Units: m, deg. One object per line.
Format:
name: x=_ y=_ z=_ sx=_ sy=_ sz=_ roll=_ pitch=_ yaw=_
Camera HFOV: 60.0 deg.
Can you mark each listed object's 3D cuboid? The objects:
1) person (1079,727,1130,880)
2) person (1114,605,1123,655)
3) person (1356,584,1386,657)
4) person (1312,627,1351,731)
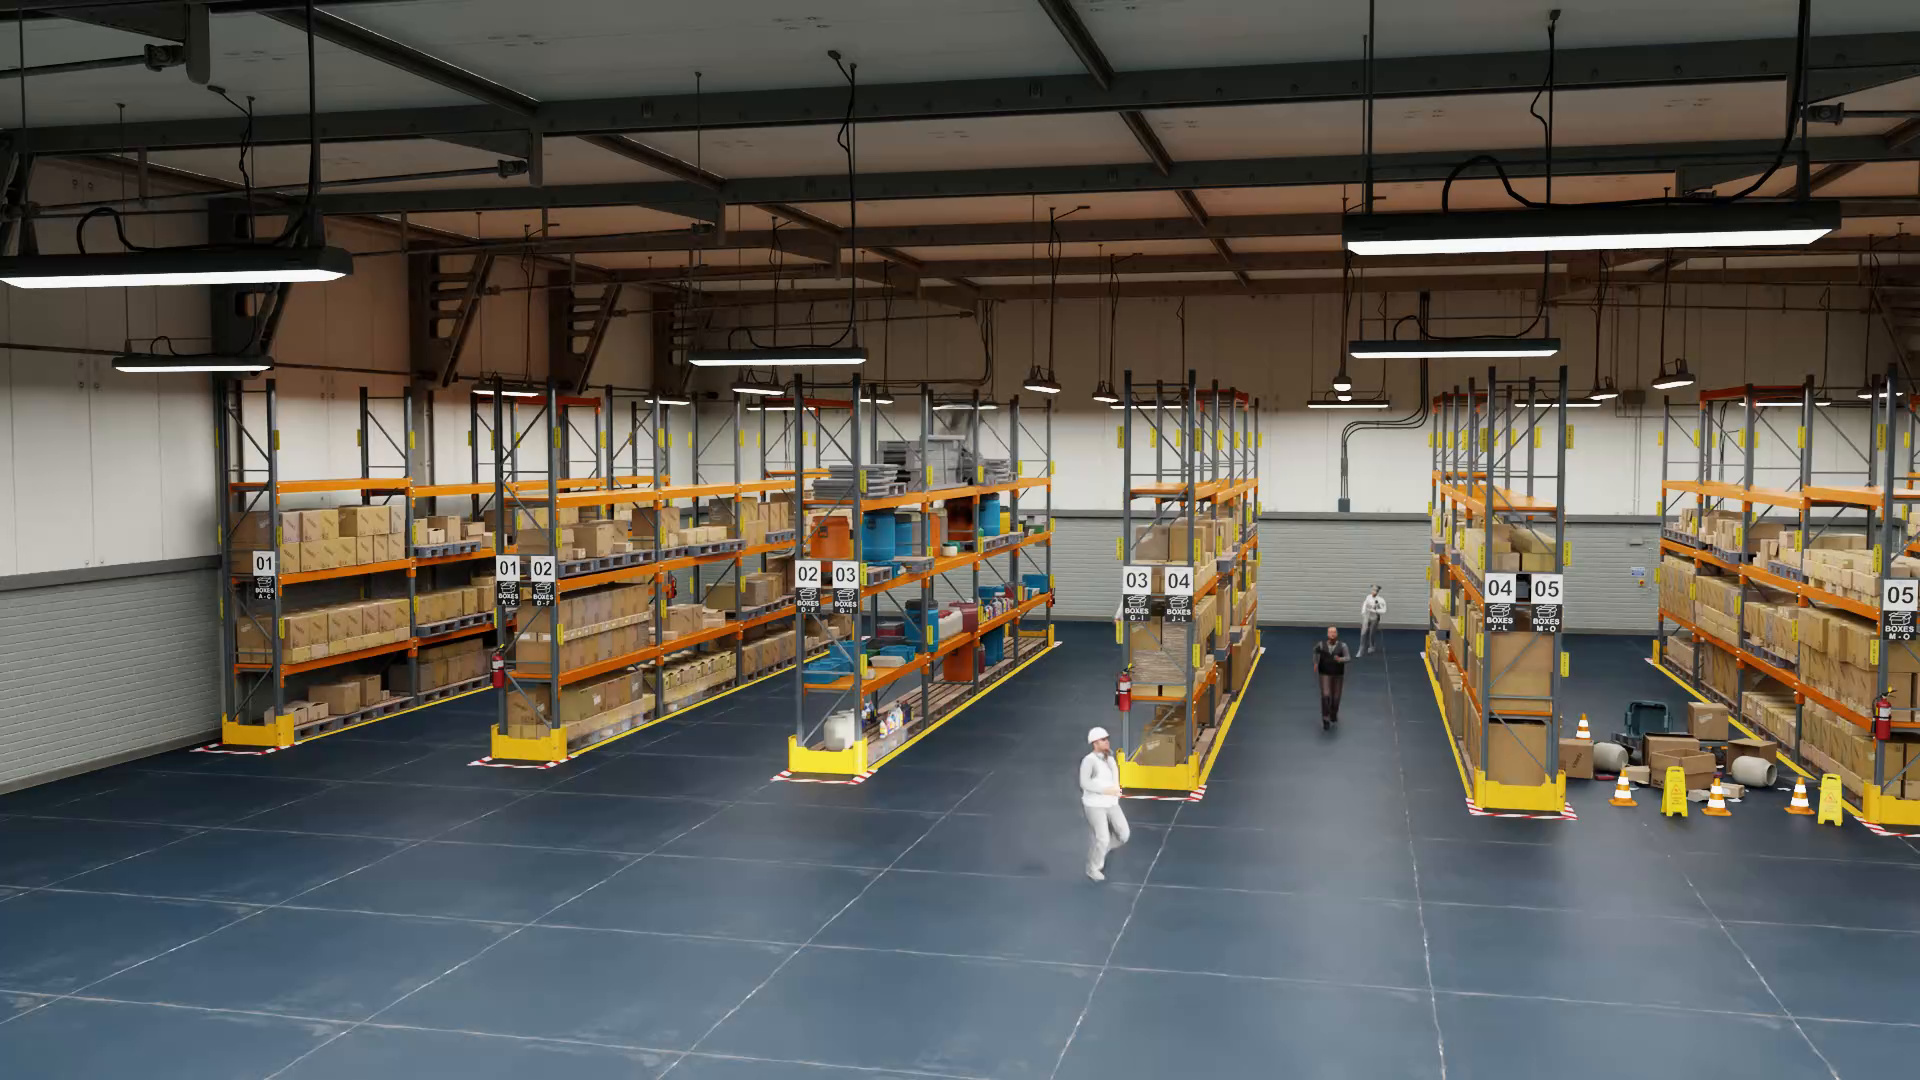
person: x=1.645 y=2.996 z=18.879 sx=0.555 sy=1.740 sz=0.694 roll=3 pitch=5 yaw=42
person: x=3.382 y=1.877 z=32.945 sx=0.659 sy=1.776 sz=0.580 roll=0 pitch=3 yaw=6
person: x=9.601 y=1.876 z=38.539 sx=0.621 sy=1.723 sz=0.818 roll=2 pitch=4 yaw=35
person: x=6.473 y=2.430 z=28.989 sx=0.635 sy=1.687 sz=0.836 roll=0 pitch=3 yaw=7
